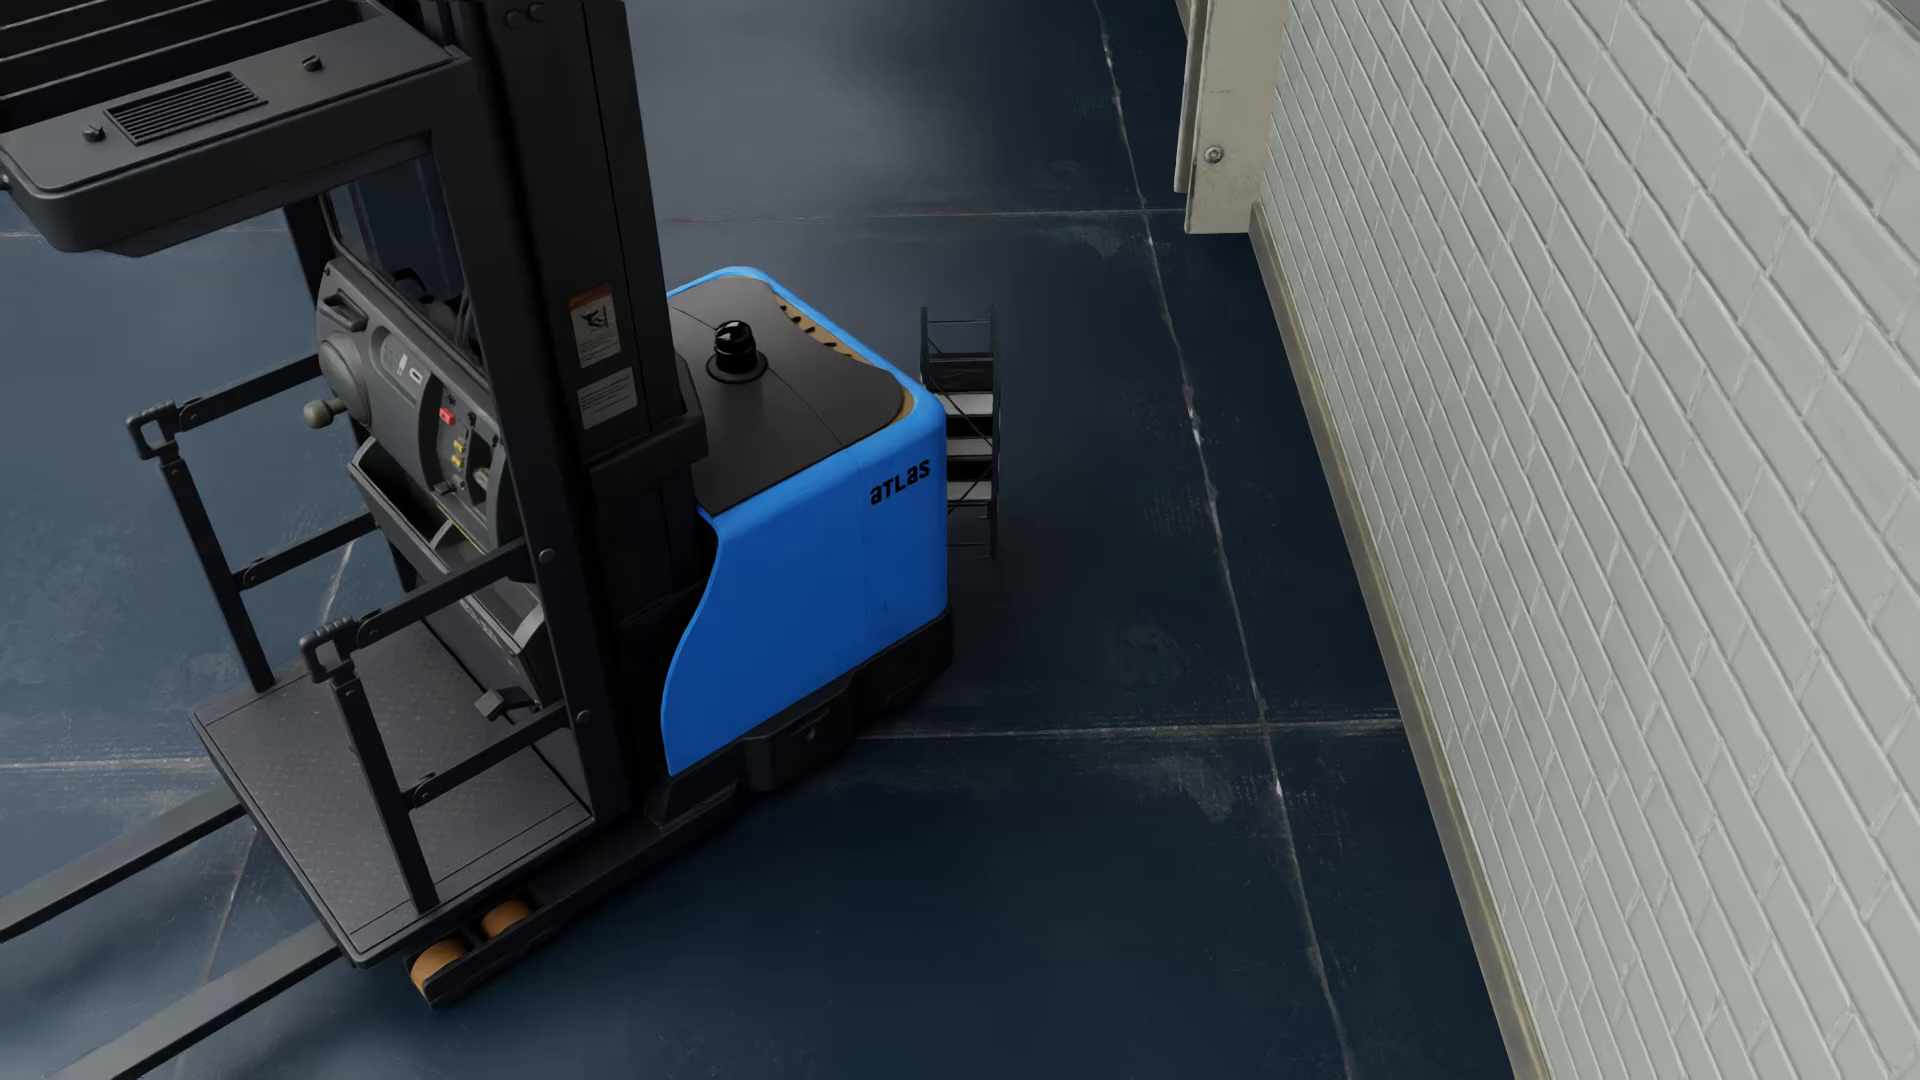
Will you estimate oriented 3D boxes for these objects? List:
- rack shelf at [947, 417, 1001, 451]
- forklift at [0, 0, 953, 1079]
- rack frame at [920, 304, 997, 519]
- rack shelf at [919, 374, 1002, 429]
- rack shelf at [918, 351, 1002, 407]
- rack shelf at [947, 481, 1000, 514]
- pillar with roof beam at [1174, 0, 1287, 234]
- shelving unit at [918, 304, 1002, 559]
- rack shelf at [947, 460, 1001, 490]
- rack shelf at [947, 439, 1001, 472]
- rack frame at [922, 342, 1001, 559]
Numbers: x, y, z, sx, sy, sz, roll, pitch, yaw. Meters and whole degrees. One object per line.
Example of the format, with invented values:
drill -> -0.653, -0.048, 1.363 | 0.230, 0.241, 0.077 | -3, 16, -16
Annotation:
rack shelf -> 0.000, -0.379, 5.414 | 0.258, 0.077, 0.200 | -2, 43, -2
forklift -> -1.470, -0.261, 3.866 | 3.031, 2.935, 1.130 | -30, 50, -29
rack frame -> -0.005, -0.406, 5.527 | 0.240, 0.900, 0.006 | -2, 43, -2
rack shelf -> 0.000, -0.445, 5.353 | 0.258, 0.077, 0.200 | -2, 43, -2
rack shelf -> 0.000, -0.512, 5.292 | 0.258, 0.077, 0.200 | -2, 43, -2
rack shelf -> 0.000, -0.180, 5.596 | 0.258, 0.077, 0.200 | -2, 43, -2
pillar with roof beam -> -3.177, -4.658, 4.172 | 9.100, 9.000, 0.400 | -2, 43, -2
shelving unit -> 0.000, -0.337, 5.452 | 0.258, 0.900, 0.210 | -2, 43, -2
rack shelf -> 0.000, -0.246, 5.535 | 0.258, 0.077, 0.200 | -2, 43, -2
rack shelf -> 0.000, -0.313, 5.474 | 0.258, 0.077, 0.200 | -2, 43, -2
rack frame -> 0.004, -0.269, 5.377 | 0.240, 0.900, 0.006 | -2, 43, -2
